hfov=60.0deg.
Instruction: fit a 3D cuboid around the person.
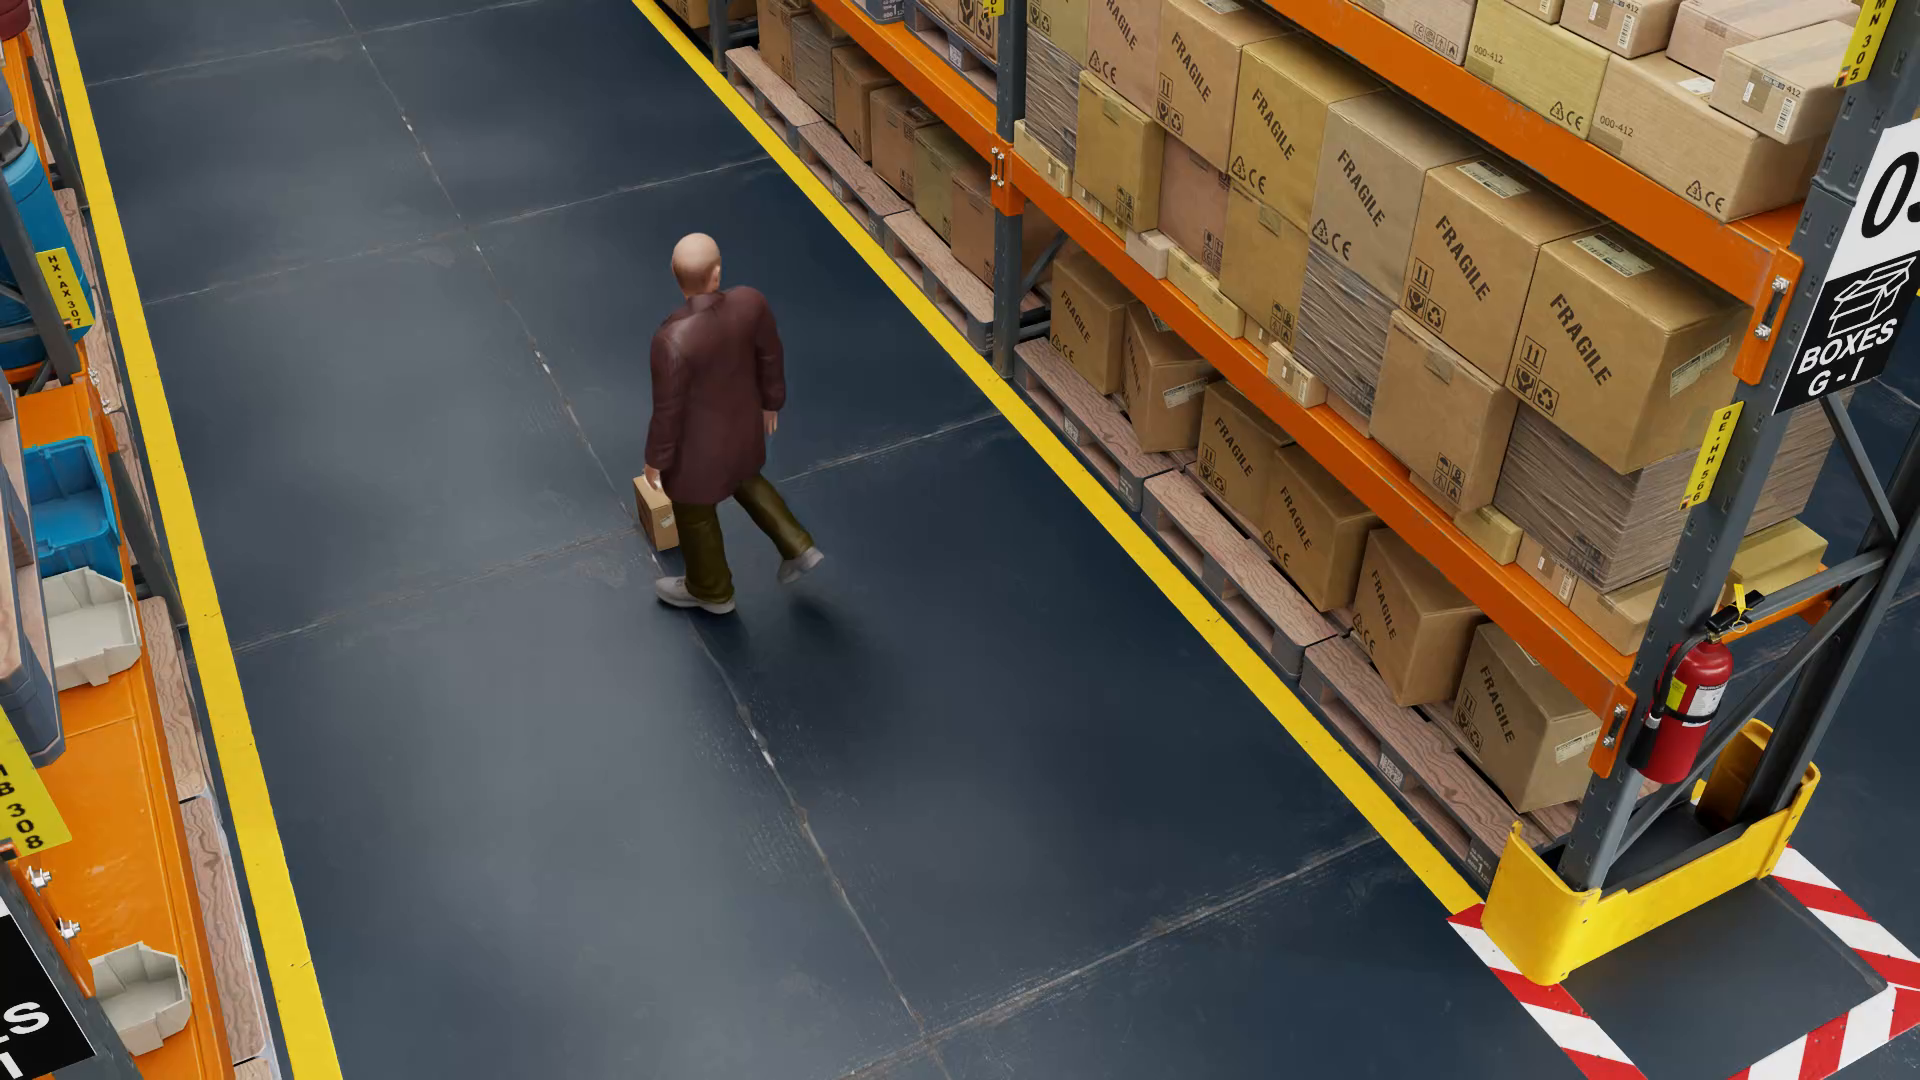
[{"bbox_3d":[-0.943,-0.409,6.619,0.674,1.772,0.649,27,48,28],"label":"person"}]
